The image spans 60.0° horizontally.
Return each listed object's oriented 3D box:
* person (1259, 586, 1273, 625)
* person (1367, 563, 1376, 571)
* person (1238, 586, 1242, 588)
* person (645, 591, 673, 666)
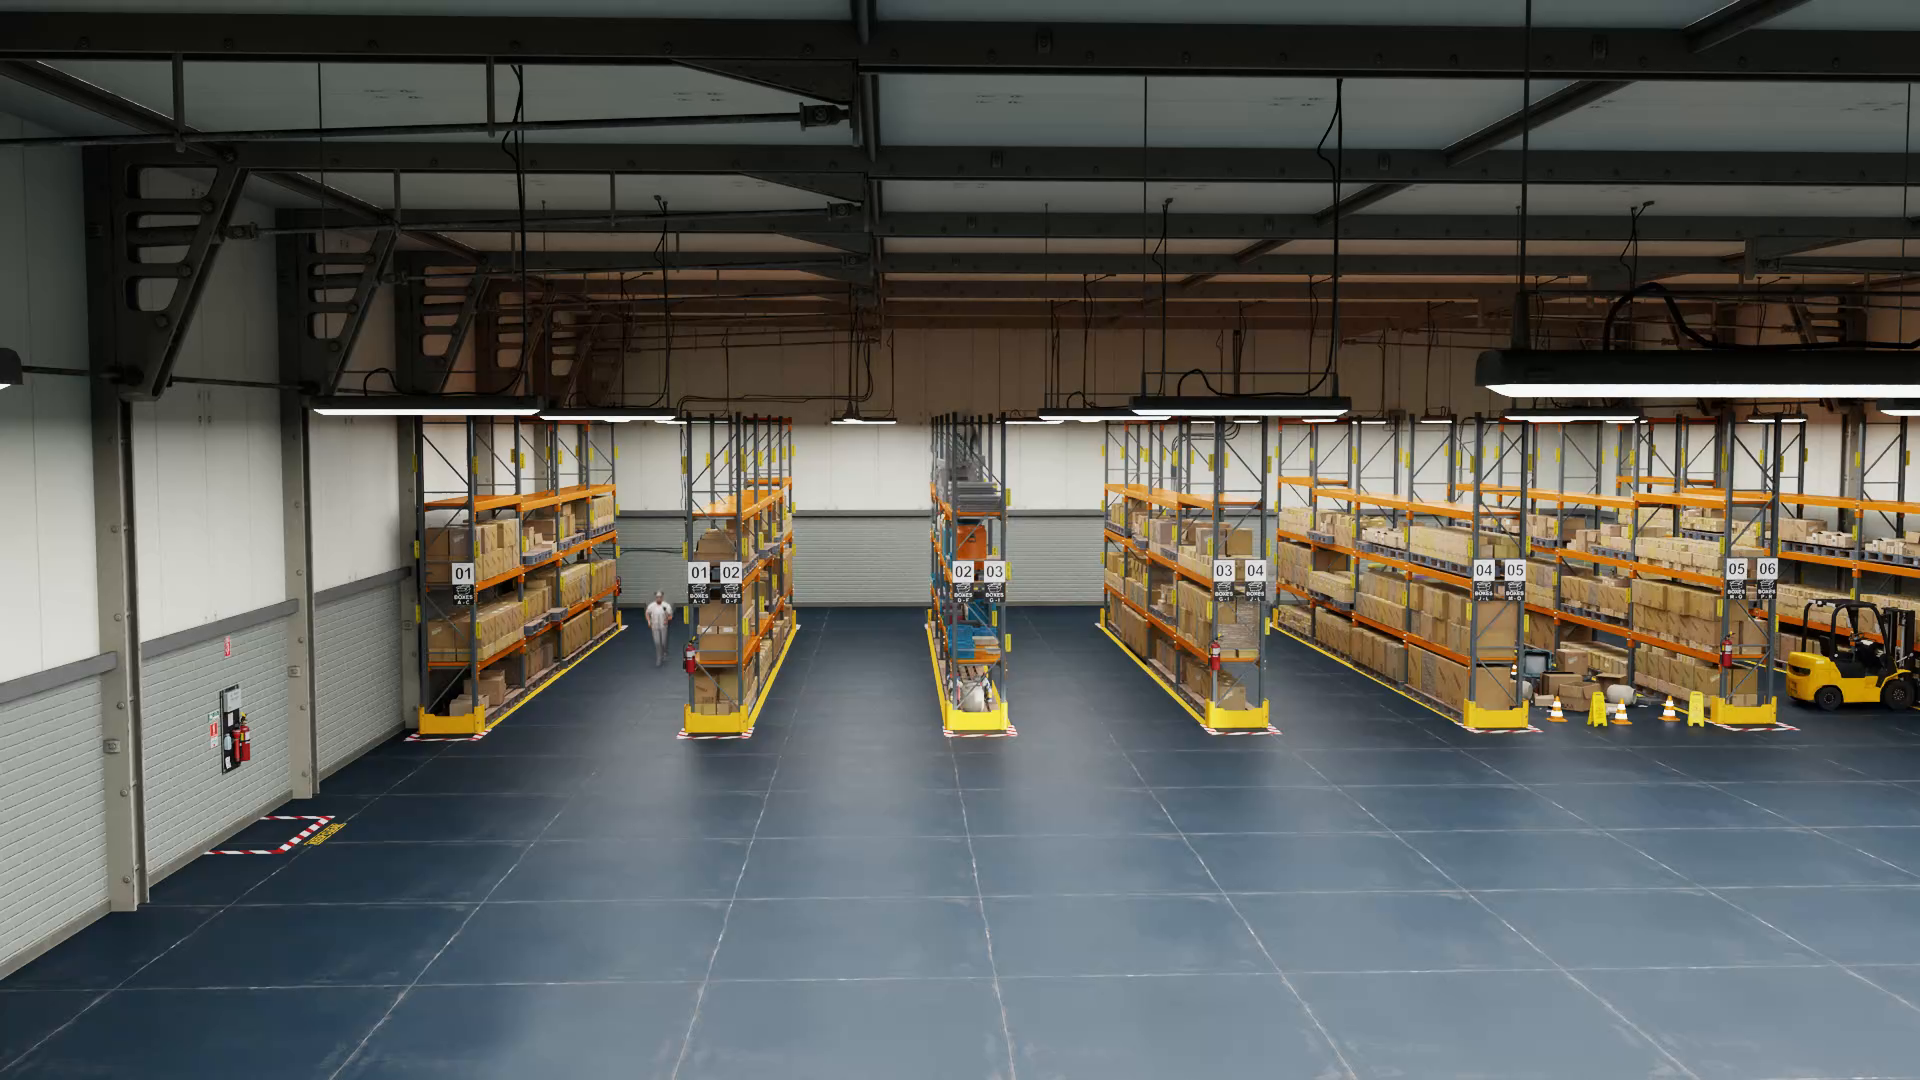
[{"bbox_3d":[8.038,1.948,44.047,0.519,1.554,0.563,0,4,-1],"label":"person"},{"bbox_3d":[12.076,1.526,48.944,0.569,1.721,0.674,0,4,0],"label":"person"},{"bbox_3d":[7.834,1.702,47.672,0.593,1.584,0.828,2,4,28],"label":"person"},{"bbox_3d":[-7.277,2.113,40.222,0.671,1.770,0.765,-1,4,-8],"label":"person"}]
